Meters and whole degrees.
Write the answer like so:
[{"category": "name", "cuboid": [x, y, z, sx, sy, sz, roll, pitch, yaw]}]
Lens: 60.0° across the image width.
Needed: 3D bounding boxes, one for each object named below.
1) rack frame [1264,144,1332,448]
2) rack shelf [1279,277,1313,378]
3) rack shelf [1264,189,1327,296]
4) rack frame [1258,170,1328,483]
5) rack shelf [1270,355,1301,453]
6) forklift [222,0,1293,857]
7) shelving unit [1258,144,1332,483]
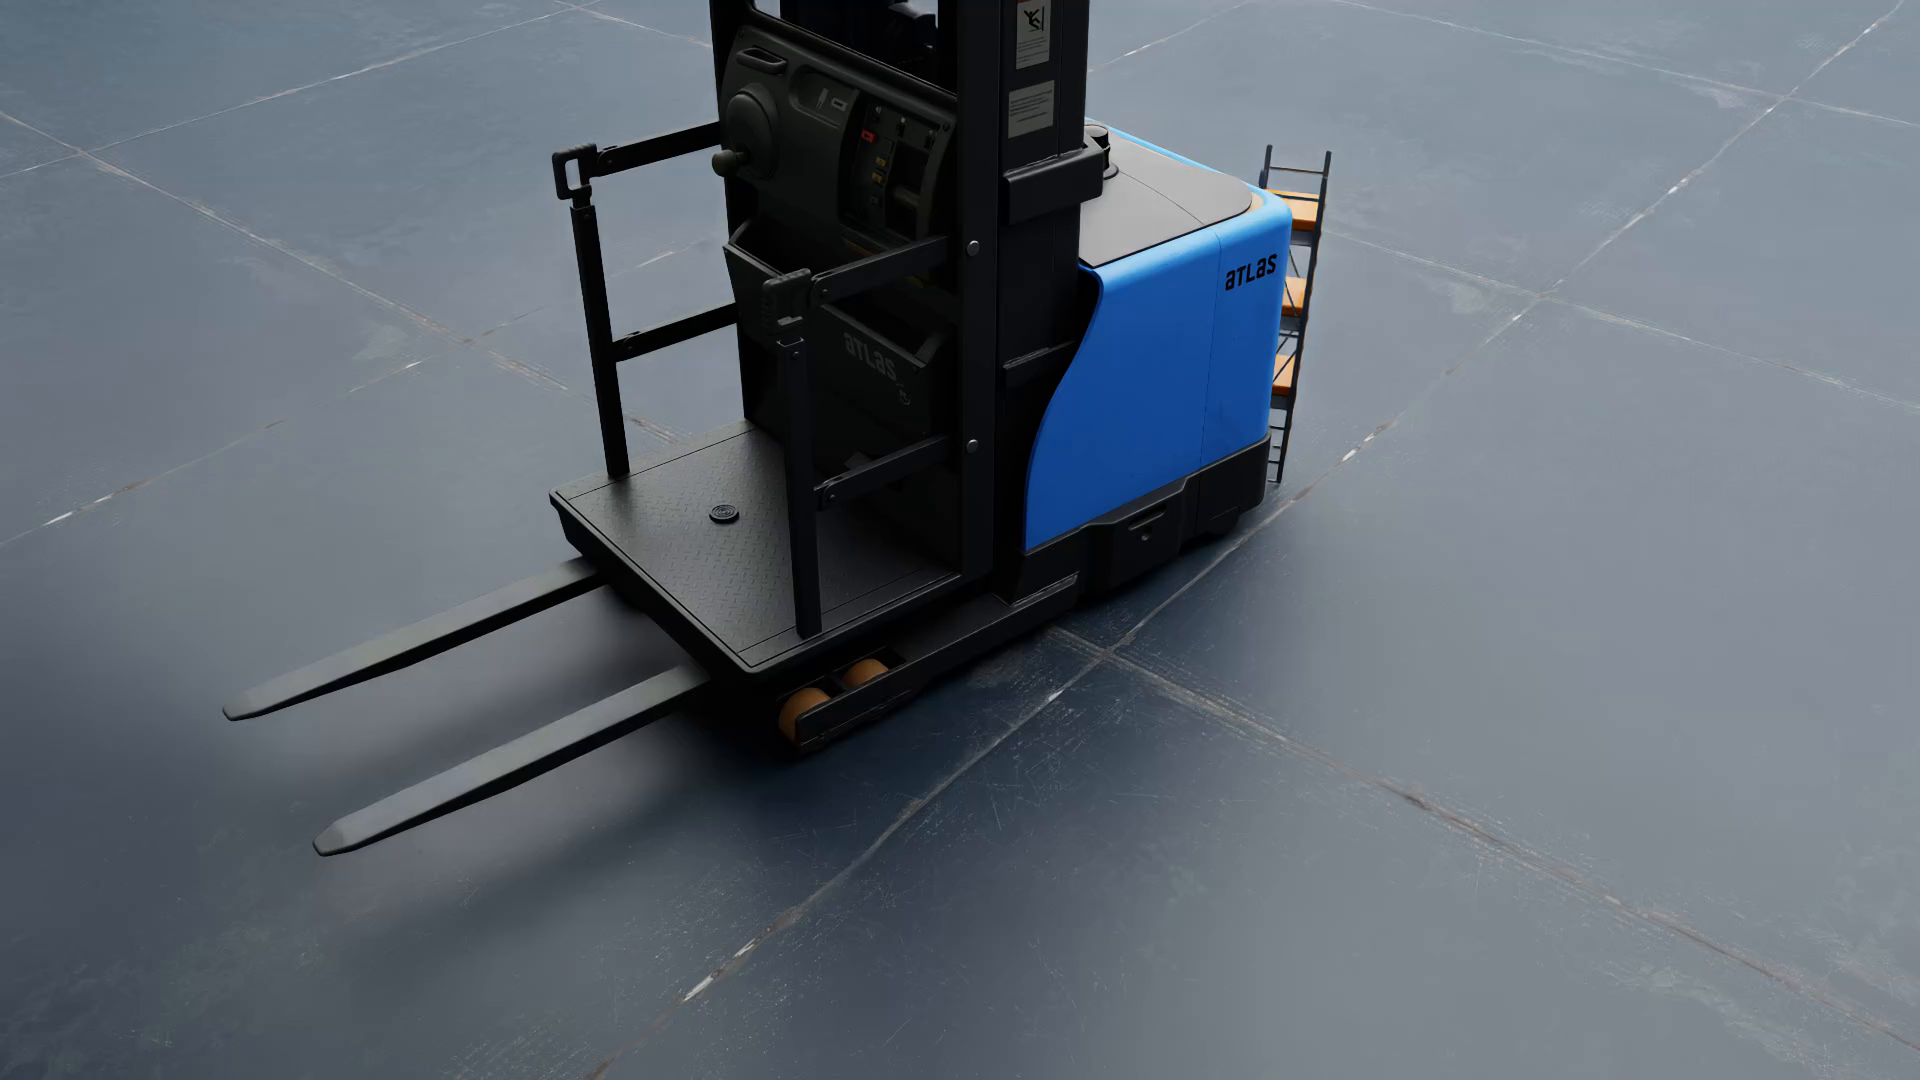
[{"category": "rack frame", "cuboid": [1.038, -0.773, 5.445, 0.200, 1.050, 0.008, 9, 33, 10]}, {"category": "rack shelf", "cuboid": [1.010, -0.702, 5.350, 0.215, 0.259, 0.240, 9, 33, 10]}, {"category": "rack shelf", "cuboid": [1.018, -0.942, 5.198, 0.215, 0.259, 0.240, 9, 33, 10]}, {"category": "rack frame", "cuboid": [0.982, -0.648, 5.243, 0.200, 1.050, 0.008, 9, 33, 10]}, {"category": "rack shelf", "cuboid": [1.001, -0.467, 5.498, 0.215, 0.259, 0.240, 9, 33, 10]}, {"category": "forklift", "cuboid": [-0.490, -0.985, 4.096, 3.031, 2.935, 1.130, -24, 41, -31]}, {"category": "shelving unit", "cuboid": [1.010, -0.711, 5.344, 0.215, 1.050, 0.252, 9, 33, 10]}]
